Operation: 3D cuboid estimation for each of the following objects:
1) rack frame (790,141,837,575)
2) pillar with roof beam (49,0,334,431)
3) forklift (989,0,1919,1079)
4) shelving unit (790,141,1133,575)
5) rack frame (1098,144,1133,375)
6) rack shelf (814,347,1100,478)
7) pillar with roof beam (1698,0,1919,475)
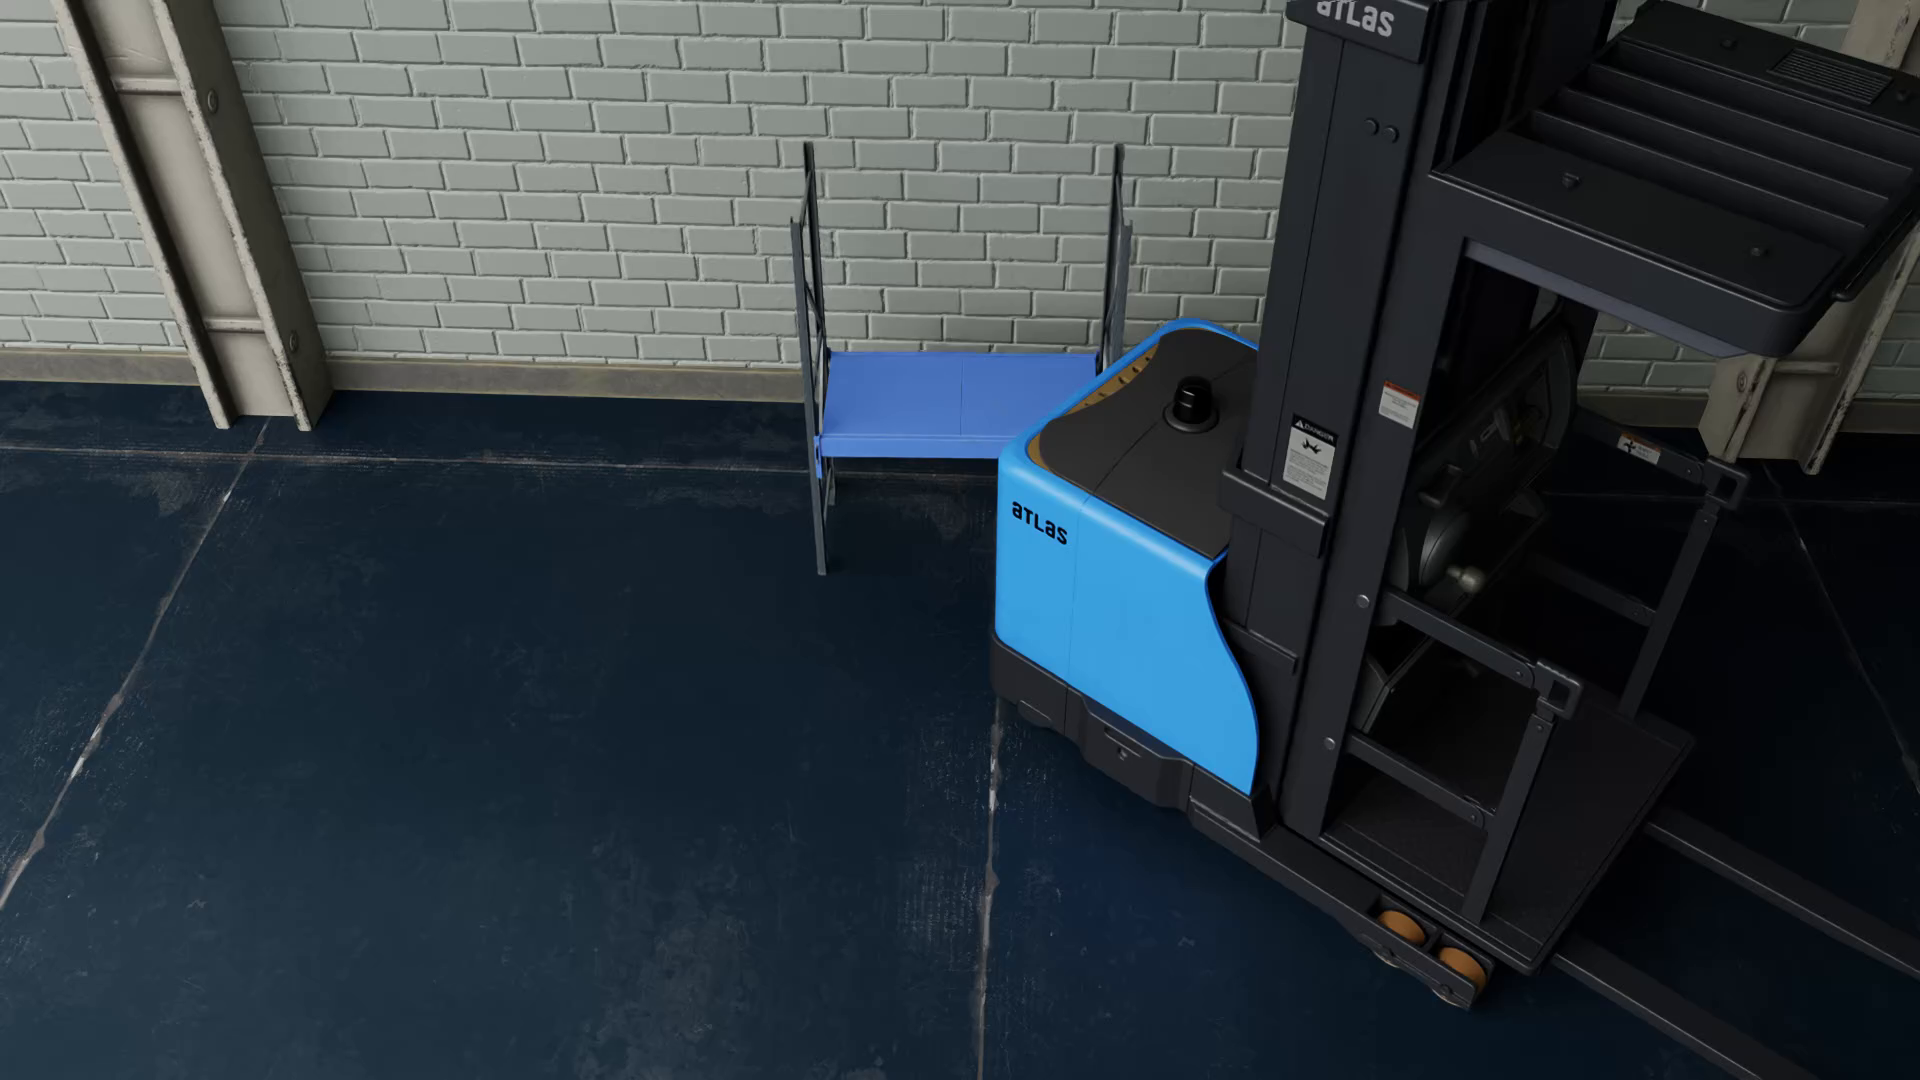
[{"bbox_3d":[-0.501,-0.589,5.782,0.032,1.500,0.500,1,43,1],"label":"rack frame"},{"bbox_3d":[-3.004,-0.914,0.629,0.400,9.000,9.100,2,43,2],"label":"pillar with roof beam"},{"bbox_3d":[1.542,-0.140,4.250,3.031,2.935,1.130,31,51,29],"label":"forklift"},{"bbox_3d":[0.007,-0.583,5.775,1.048,1.500,0.538,1,43,1],"label":"shelving unit"},{"bbox_3d":[0.516,-0.576,5.769,0.032,1.500,0.500,1,43,1],"label":"rack frame"},{"bbox_3d":[0.007,-0.451,5.898,1.000,0.185,0.538,1,43,1],"label":"rack shelf"},{"bbox_3d":[2.990,-0.729,0.431,0.400,9.000,9.100,2,43,2],"label":"pillar with roof beam"}]
